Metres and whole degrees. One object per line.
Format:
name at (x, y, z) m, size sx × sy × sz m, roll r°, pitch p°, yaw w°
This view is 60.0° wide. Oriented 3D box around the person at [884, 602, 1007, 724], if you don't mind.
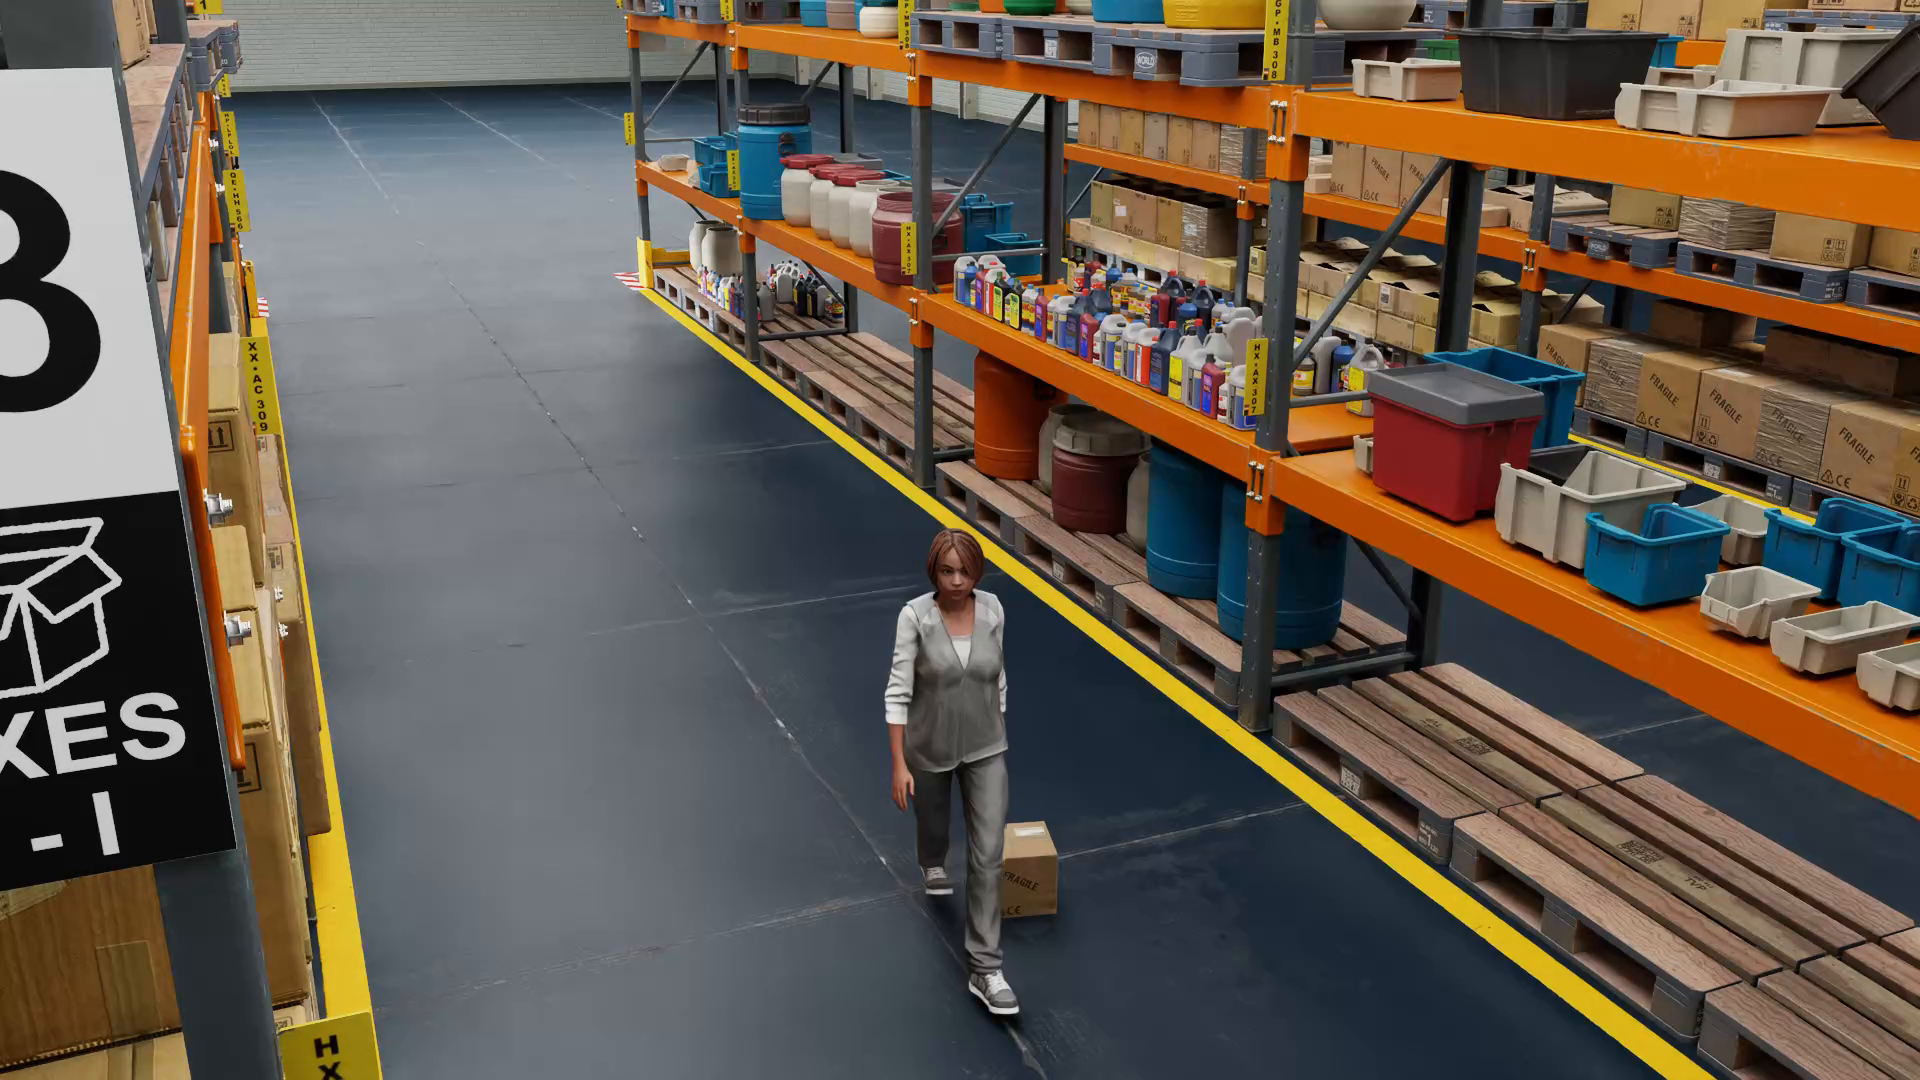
person at (-0.042, 0.457, 5.490) m, size 0.431 × 0.538 × 0.289 m, roll -3°, pitch 19°, yaw -9°
